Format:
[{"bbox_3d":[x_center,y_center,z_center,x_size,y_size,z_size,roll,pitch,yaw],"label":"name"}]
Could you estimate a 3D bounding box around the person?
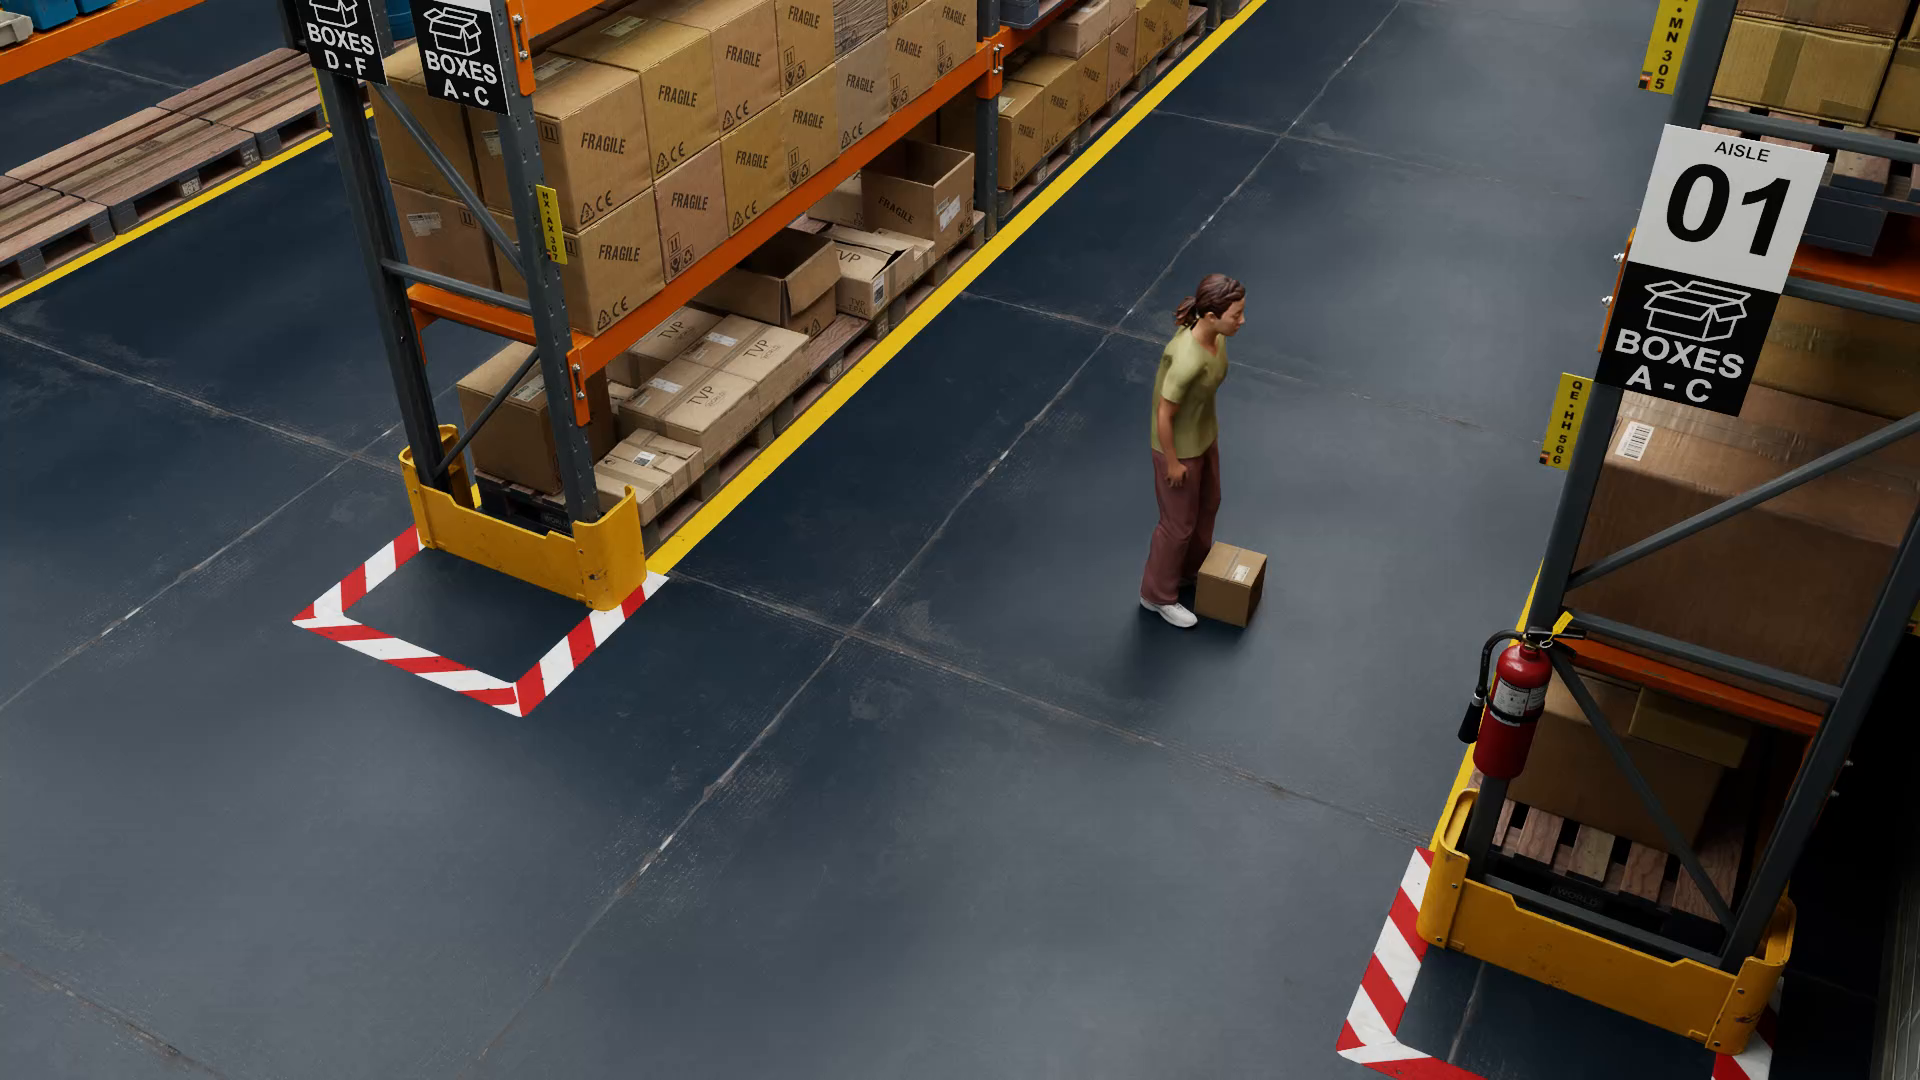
[{"bbox_3d":[1.038,-0.411,7.273,0.405,1.673,0.499,18,42,22],"label":"person"}]
